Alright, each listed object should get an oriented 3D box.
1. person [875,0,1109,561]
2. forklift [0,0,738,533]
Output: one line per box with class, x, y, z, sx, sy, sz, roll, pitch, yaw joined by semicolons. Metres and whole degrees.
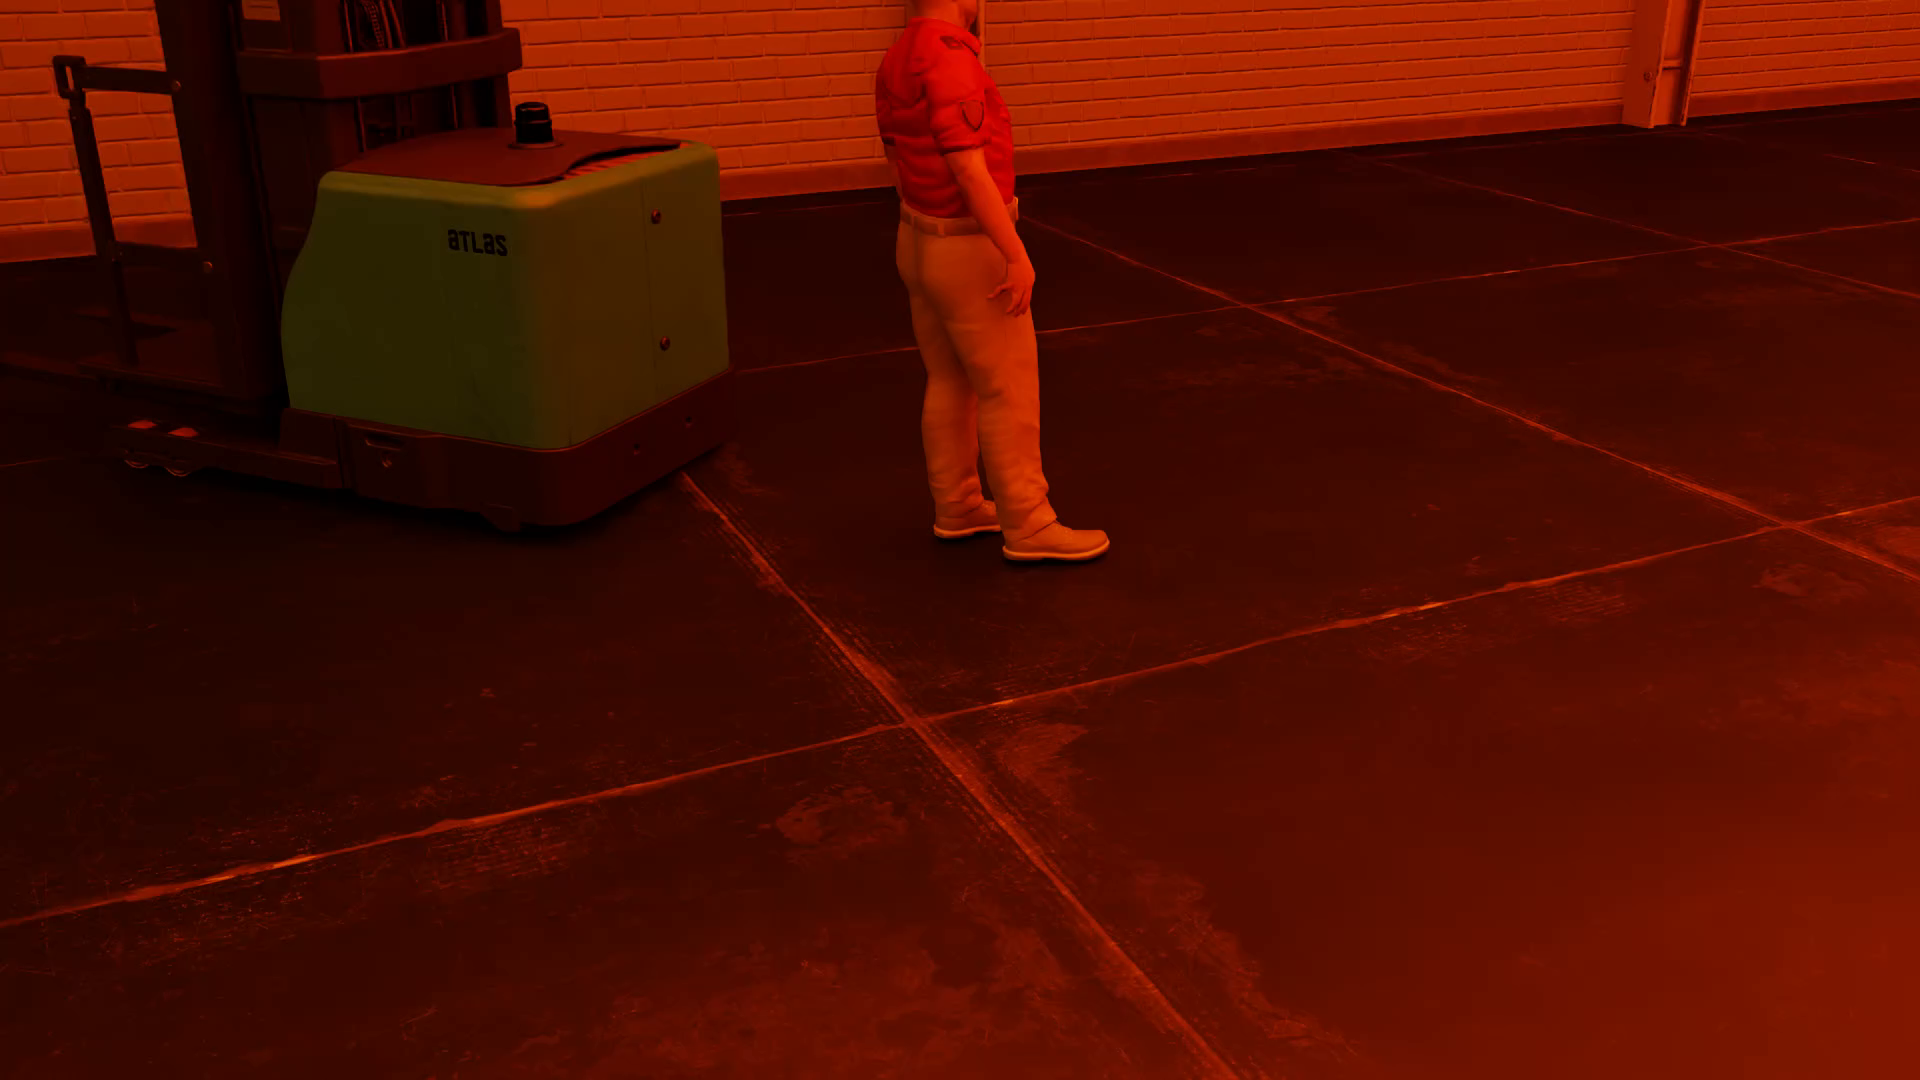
person;0.086;-0.816;4.798;0.550;1.728;0.642;-10;25;-23
forklift;-2.340;-1.738;5.470;3.031;2.935;1.130;10;25;22
